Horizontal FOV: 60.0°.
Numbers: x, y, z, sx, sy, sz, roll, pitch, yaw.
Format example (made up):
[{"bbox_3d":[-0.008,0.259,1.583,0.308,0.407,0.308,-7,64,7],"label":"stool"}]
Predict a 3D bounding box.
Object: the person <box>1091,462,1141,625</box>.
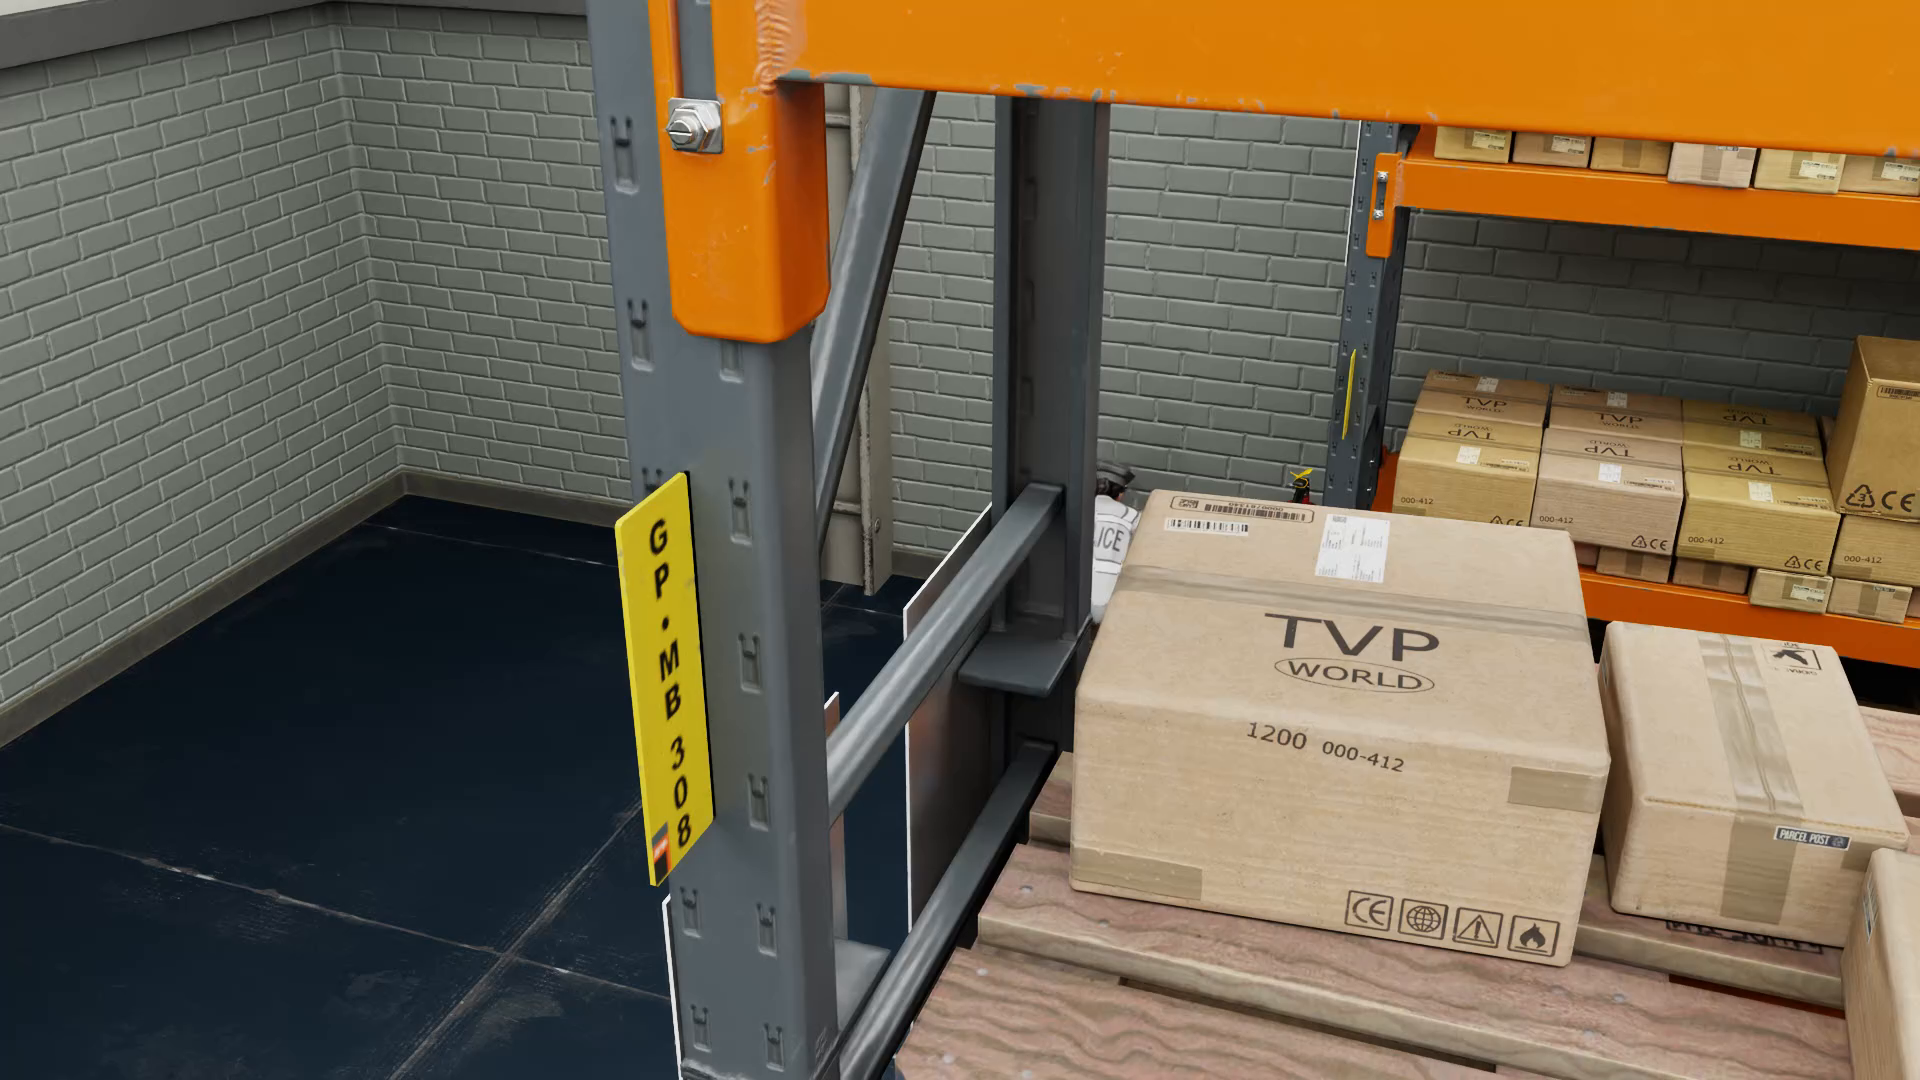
[{"bbox_3d":[0.651,0.182,7.996,0.495,1.008,0.840,9,27,17],"label":"person"}]
